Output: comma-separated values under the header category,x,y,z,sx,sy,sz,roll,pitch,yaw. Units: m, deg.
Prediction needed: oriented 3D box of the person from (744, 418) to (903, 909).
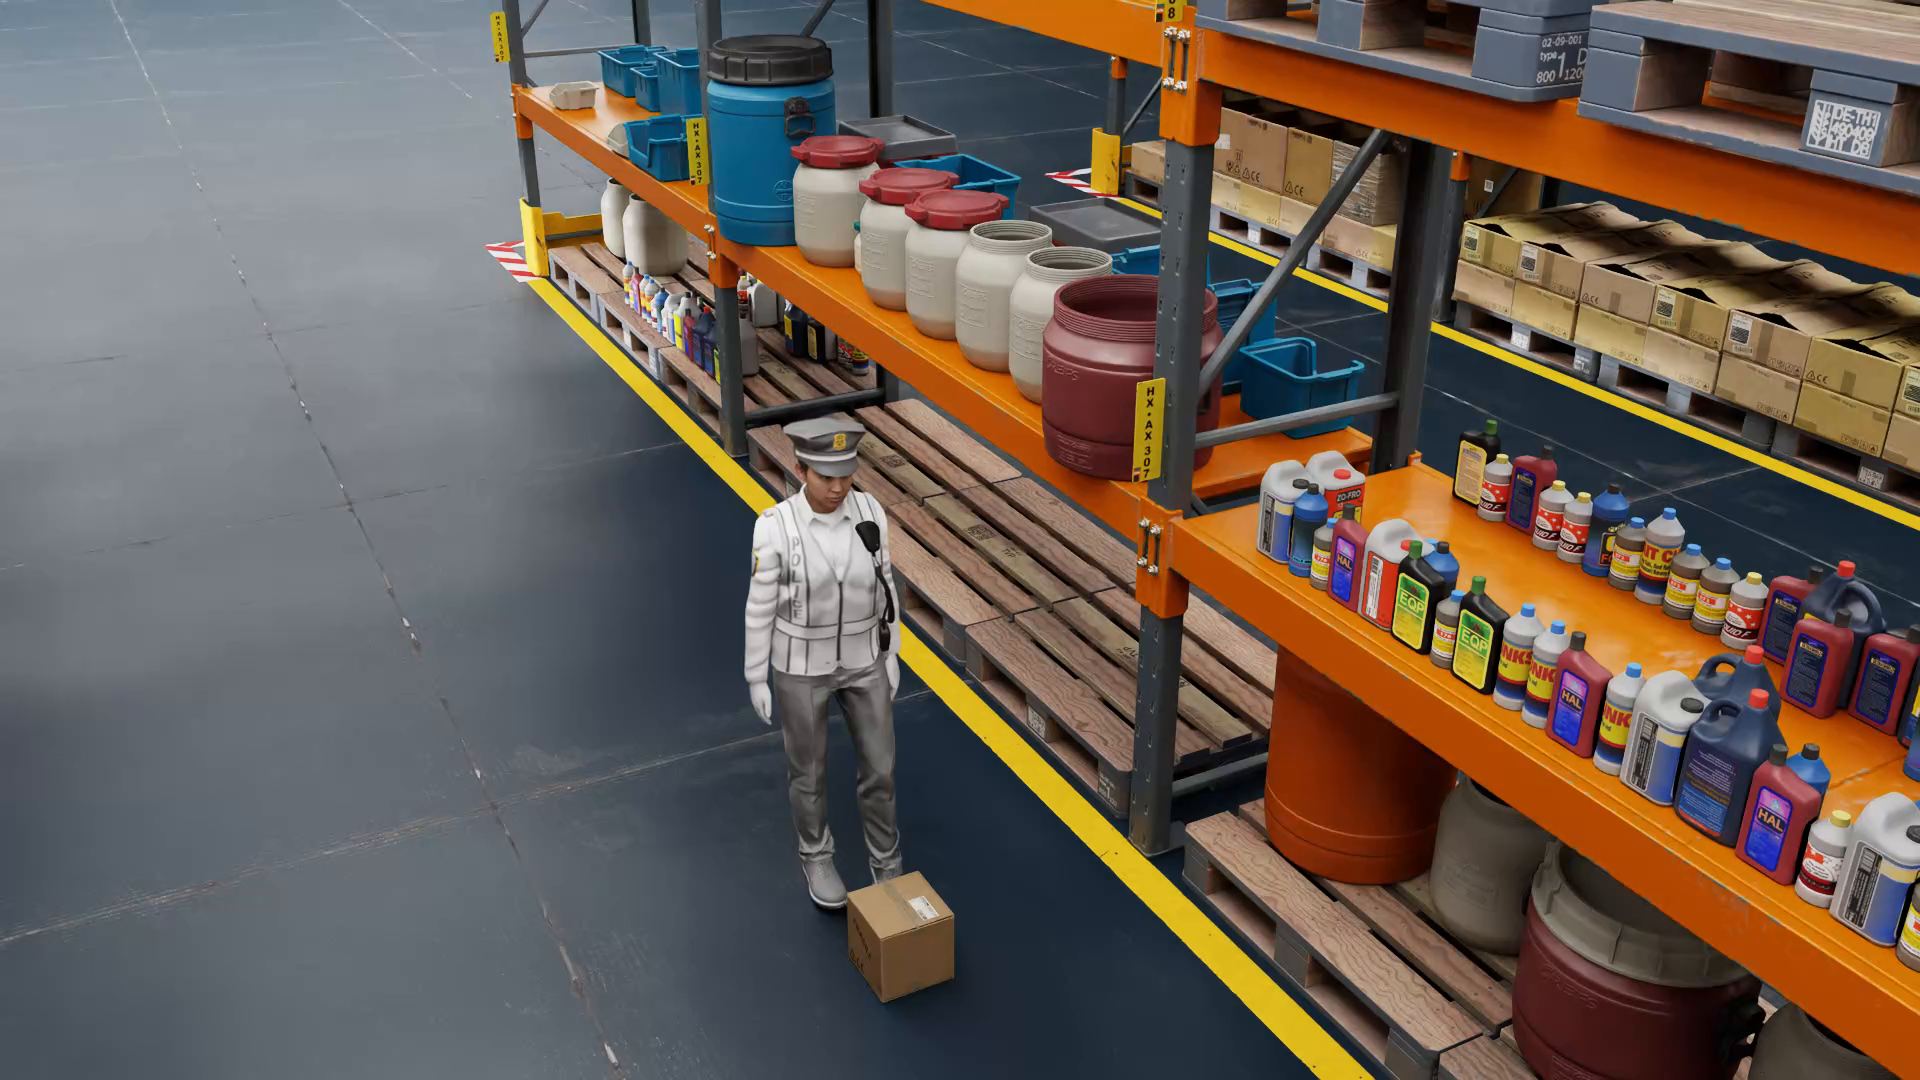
category,x,y,z,sx,sy,sz,roll,pitch,yaw
person,-0.410,0.449,5.234,0.522,1.747,0.383,-10,27,-19
